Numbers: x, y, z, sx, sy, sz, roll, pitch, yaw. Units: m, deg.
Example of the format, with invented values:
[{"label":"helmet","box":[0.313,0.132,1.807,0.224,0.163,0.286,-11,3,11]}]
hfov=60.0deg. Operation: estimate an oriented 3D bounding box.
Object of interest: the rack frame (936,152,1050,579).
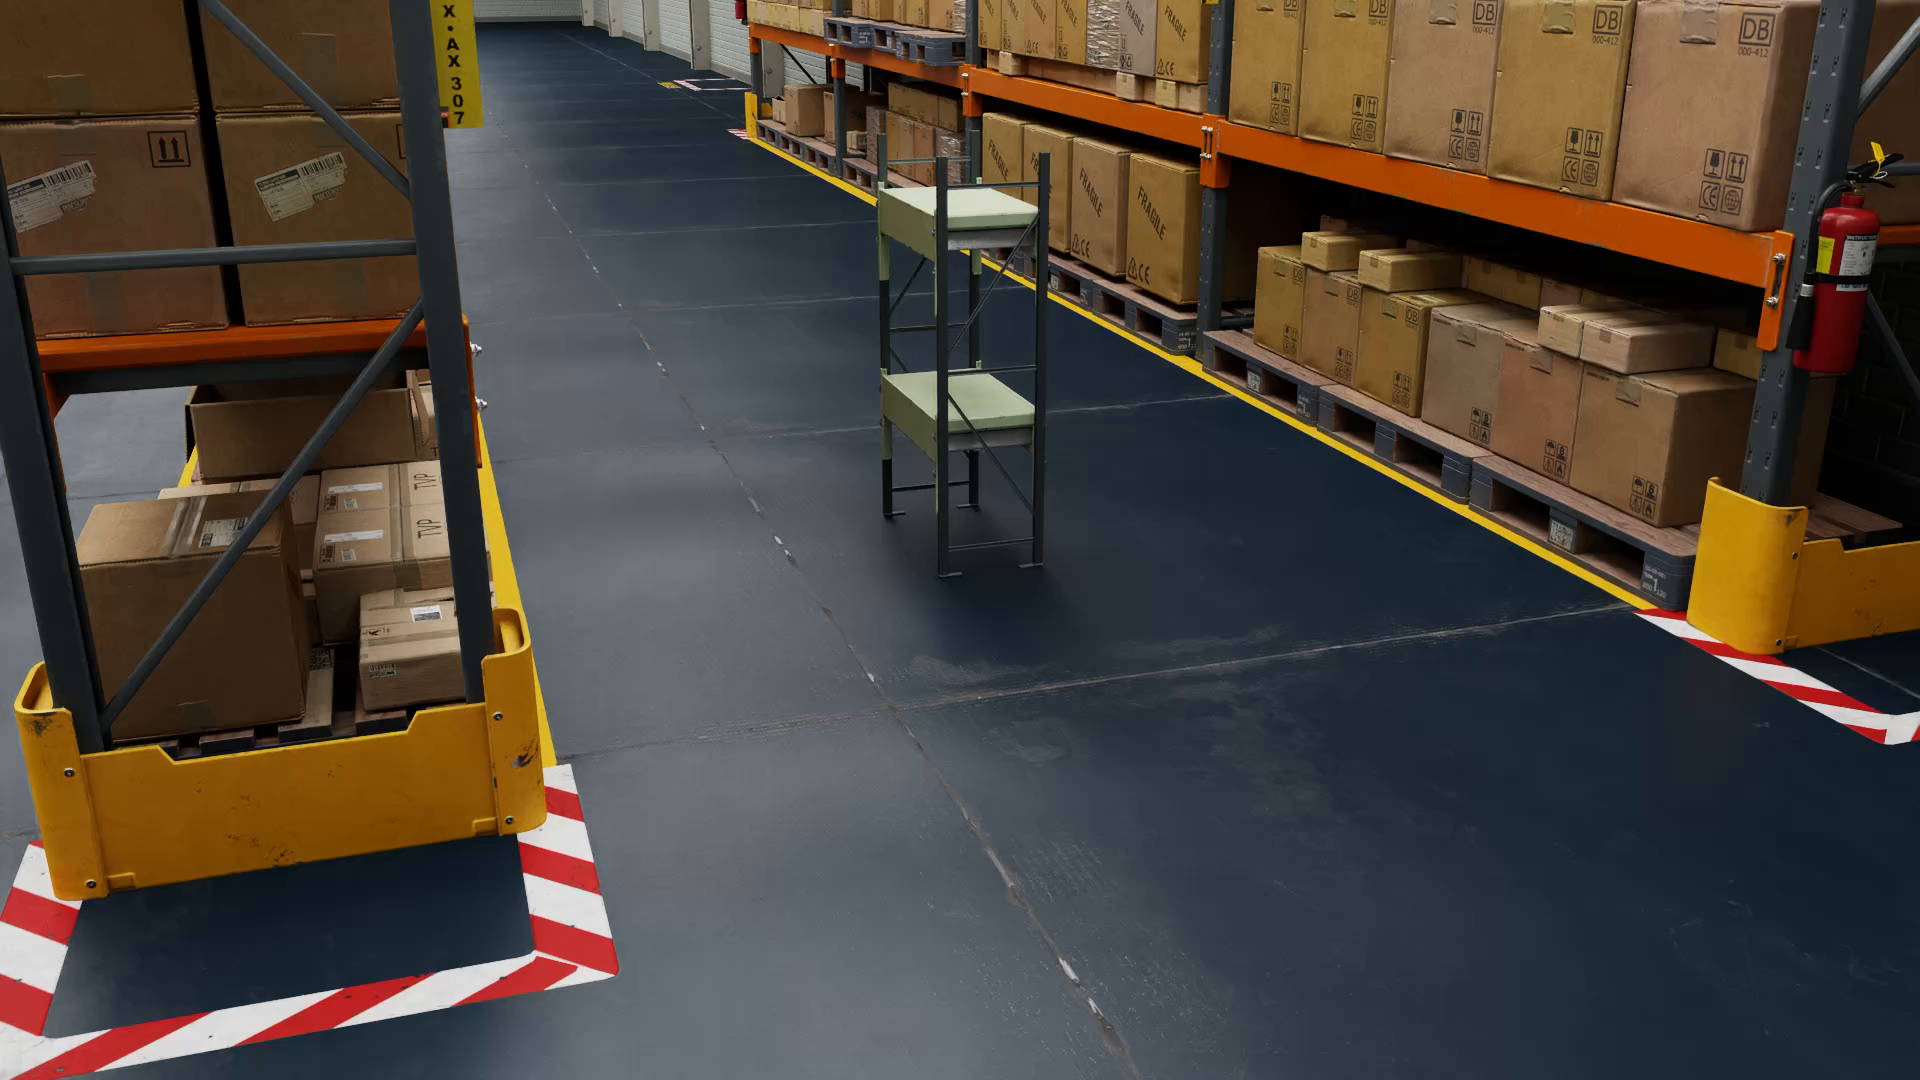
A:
[{"label":"rack frame","box":[0.113,-0.591,5.842,0.400,1.500,0.023,-6,21,-17]}]

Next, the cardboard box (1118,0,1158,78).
[{"label":"cardboard box","box":[1.235,-2.921,9.495,0.500,0.500,0.500,-6,21,-17]}]

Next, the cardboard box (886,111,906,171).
[{"label":"cardboard box","box":[-0.268,-3.644,15.171,0.700,0.500,0.500,-7,21,-18]}]

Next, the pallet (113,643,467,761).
[{"label":"pallet","box":[-1.930,0.403,4.984,1.003,0.211,1.213,-6,21,-17]}]

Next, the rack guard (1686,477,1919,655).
[{"label":"rack guard","box":[3.054,0.027,5.602,1.175,0.500,0.348,-6,21,-17]}]

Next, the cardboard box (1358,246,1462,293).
[{"label":"cardboard box","box":[2.026,-1.220,7.492,0.380,0.149,0.250,-7,21,-19]}]

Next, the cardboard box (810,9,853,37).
[{"label":"cardboard box","box":[-1.162,-5.067,16.278,0.500,0.250,0.500,-6,21,-17]}]

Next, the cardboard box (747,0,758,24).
[{"label":"cardboard box","box":[-2.130,-6.040,18.988,0.500,0.250,0.500,-7,21,-19]}]

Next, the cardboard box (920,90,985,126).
[{"label":"cardboard box","box":[-0.030,-3.688,14.184,0.500,0.250,0.500,-6,21,-17]}]

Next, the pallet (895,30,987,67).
[{"label":"pallet","box":[0.207,-3.852,12.986,1.213,0.211,1.003,-6,21,-17]}]

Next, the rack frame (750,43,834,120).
[{"label":"rack frame","box":[-1.982,-6.292,19.496,1.000,3.000,0.127,-6,21,-17]}]

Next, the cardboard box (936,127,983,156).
[{"label":"cardboard box","box":[0.205,-3.158,13.819,0.700,0.500,0.500,-6,21,-17]}]

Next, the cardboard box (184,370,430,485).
[{"label":"cardboard box","box":[-2.317,-0.343,5.977,0.797,0.503,0.637,-6,21,-17]}]

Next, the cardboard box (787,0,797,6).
[{"label":"cardboard box","box":[-1.478,-5.741,17.046,0.500,0.500,0.500,-7,21,-19]}]

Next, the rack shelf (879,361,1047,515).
[{"label":"rack shelf","box":[-0.002,-0.401,6.279,0.431,0.370,0.720,-6,21,-17]}]

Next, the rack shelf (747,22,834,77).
[{"label":"rack shelf","box":[-1.354,-5.311,17.831,1.077,0.370,4.000,-6,21,-17]}]

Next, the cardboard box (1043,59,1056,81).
[{"label":"cardboard box","box":[0.776,-3.159,11.118,0.380,0.149,0.250,-6,21,-16]}]

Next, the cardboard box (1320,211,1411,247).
[{"label":"cardboard box","box":[2.070,-1.584,8.507,0.380,0.149,0.250,-7,21,-18]}]

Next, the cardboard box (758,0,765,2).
[{"label":"cardboard box","box":[-1.972,-6.239,18.432,0.500,0.500,0.500,-6,21,-17]}]

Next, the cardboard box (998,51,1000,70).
[{"label":"cardboard box","box":[0.487,-3.404,11.798,0.380,0.149,0.250,-6,21,-16]}]

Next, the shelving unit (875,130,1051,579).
[{"label":"shelving unit","box":[-0.002,-0.708,6.169,0.431,1.500,0.755,-6,21,-17]}]

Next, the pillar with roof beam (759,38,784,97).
[{"label":"pillar with roof beam","box":[-6.914,-10.451,22.200,9.100,9.000,0.400,-6,21,-17]}]

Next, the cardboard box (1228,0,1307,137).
[{"label":"cardboard box","box":[1.944,-2.406,8.235,0.980,0.700,0.700,-6,21,-16]}]

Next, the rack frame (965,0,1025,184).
[{"label":"rack frame","box":[0.532,-3.725,12.349,1.000,3.000,0.127,-6,21,-17]}]

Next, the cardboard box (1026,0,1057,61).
[{"label":"cardboard box","box":[0.753,-3.410,10.854,0.500,0.500,0.500,-6,21,-17]}]

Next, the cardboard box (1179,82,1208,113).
[{"label":"cardboard box","box":[1.414,-2.411,9.032,0.380,0.149,0.250,-6,21,-17]}]

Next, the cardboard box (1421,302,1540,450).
[{"label":"cardboard box","box":[2.416,-0.714,7.045,0.700,0.500,0.500,-7,21,-19]}]

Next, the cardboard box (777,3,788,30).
[{"label":"cardboard box","box":[-1.642,-5.549,17.619,0.500,0.250,0.500,-6,21,-17]}]

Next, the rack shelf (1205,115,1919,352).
[{"label":"rack shelf","box":[2.418,-1.461,7.110,1.077,0.370,4.000,-6,21,-17]}]

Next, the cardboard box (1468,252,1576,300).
[{"label":"cardboard box","box":[2.482,-1.167,7.345,0.380,0.149,0.250,-7,21,-18]}]

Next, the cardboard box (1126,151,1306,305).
[{"label":"cardboard box","box":[1.462,-1.822,9.610,0.750,0.750,0.750,-6,21,-17]}]

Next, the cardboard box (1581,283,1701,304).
[{"label":"cardboard box","box":[2.723,-0.922,6.663,0.380,0.149,0.250,-6,21,-17]}]

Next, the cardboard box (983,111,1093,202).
[{"label":"cardboard box","box":[0.639,-2.661,11.945,0.750,0.750,0.750,-7,21,-18]}]

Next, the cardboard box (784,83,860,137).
[{"label":"cardboard box","box":[-1.488,-4.667,18.020,0.700,0.500,0.500,-8,21,-21]}]

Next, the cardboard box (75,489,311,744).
[{"label":"cardboard box","box":[-2.060,0.191,4.494,0.500,0.500,0.500,-6,21,-17]}]

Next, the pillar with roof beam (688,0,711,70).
[{"label":"pillar with roof beam","box":[-8.800,-12.376,27.560,9.100,9.000,0.400,-6,21,-17]}]

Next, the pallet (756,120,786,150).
[{"label":"pallet","box":[-1.737,-4.691,19.164,1.003,0.211,1.213,-6,21,-17]}]

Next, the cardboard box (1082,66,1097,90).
[{"label":"cardboard box","box":[0.984,-2.909,10.421,0.380,0.149,0.250,-6,21,-15]}]

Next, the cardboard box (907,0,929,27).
[{"label":"cardboard box","box":[-0.038,-4.526,13.781,0.700,0.500,0.500,-6,21,-17]}]

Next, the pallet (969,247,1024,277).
[{"label":"pallet","box":[0.708,-2.151,12.094,1.003,0.211,1.213,-6,21,-17]}]

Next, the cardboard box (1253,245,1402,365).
[{"label":"cardboard box","box":[1.927,-1.211,8.428,0.700,0.500,0.500,-6,21,-17]}]

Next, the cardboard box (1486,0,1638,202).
[{"label":"cardboard box","box":[2.638,-1.693,6.250,0.980,0.700,0.700,-7,21,-18]}]

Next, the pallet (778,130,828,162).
[{"label":"pallet","box":[-1.357,-4.300,18.075,1.003,0.211,1.213,-6,21,-17]}]

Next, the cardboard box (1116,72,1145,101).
[{"label":"cardboard box","box":[1.135,-2.656,9.714,0.380,0.149,0.250,-6,21,-17]}]

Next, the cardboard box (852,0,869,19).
[{"label":"cardboard box","box":[-0.597,-5.095,15.367,0.700,0.500,0.500,-6,21,-17]}]

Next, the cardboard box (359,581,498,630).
[{"label":"cardboard box","box":[-1.539,0.245,4.836,0.380,0.166,0.250,-6,21,-17]}]

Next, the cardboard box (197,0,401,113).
[{"label":"cardboard box","box":[-1.544,-1.318,4.021,0.500,0.500,0.500,-6,21,-16]}]

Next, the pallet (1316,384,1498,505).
[{"label":"pallet","box":[2.341,-0.484,7.452,1.003,0.211,1.213,-6,21,-17]}]

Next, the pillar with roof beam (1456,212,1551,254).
[{"label":"pillar with roof beam","box":[-1.256,-4.674,6.118,9.100,9.000,0.400,-6,21,-17]}]
